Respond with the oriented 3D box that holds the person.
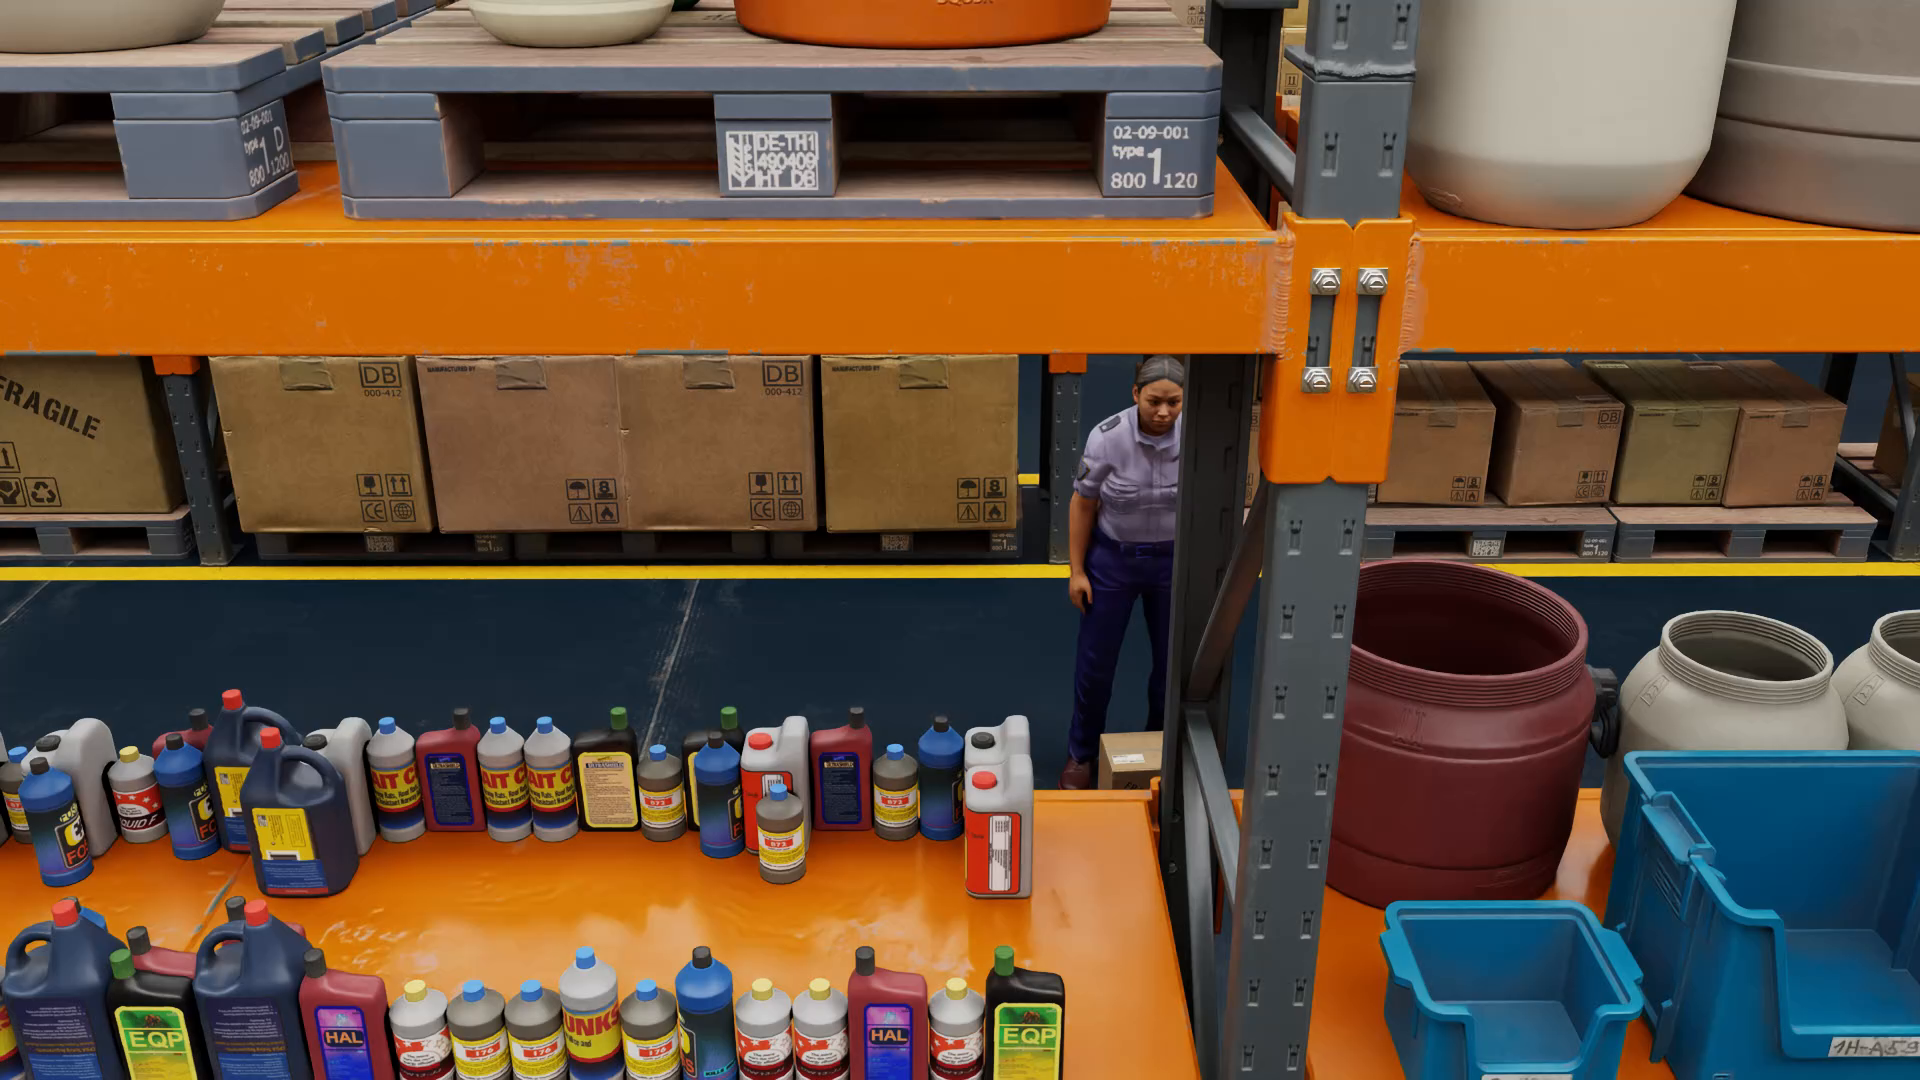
[{"bbox_3d":[0.627,0.199,5.885,0.543,1.477,0.363,-1,24,-2],"label":"person"}]
